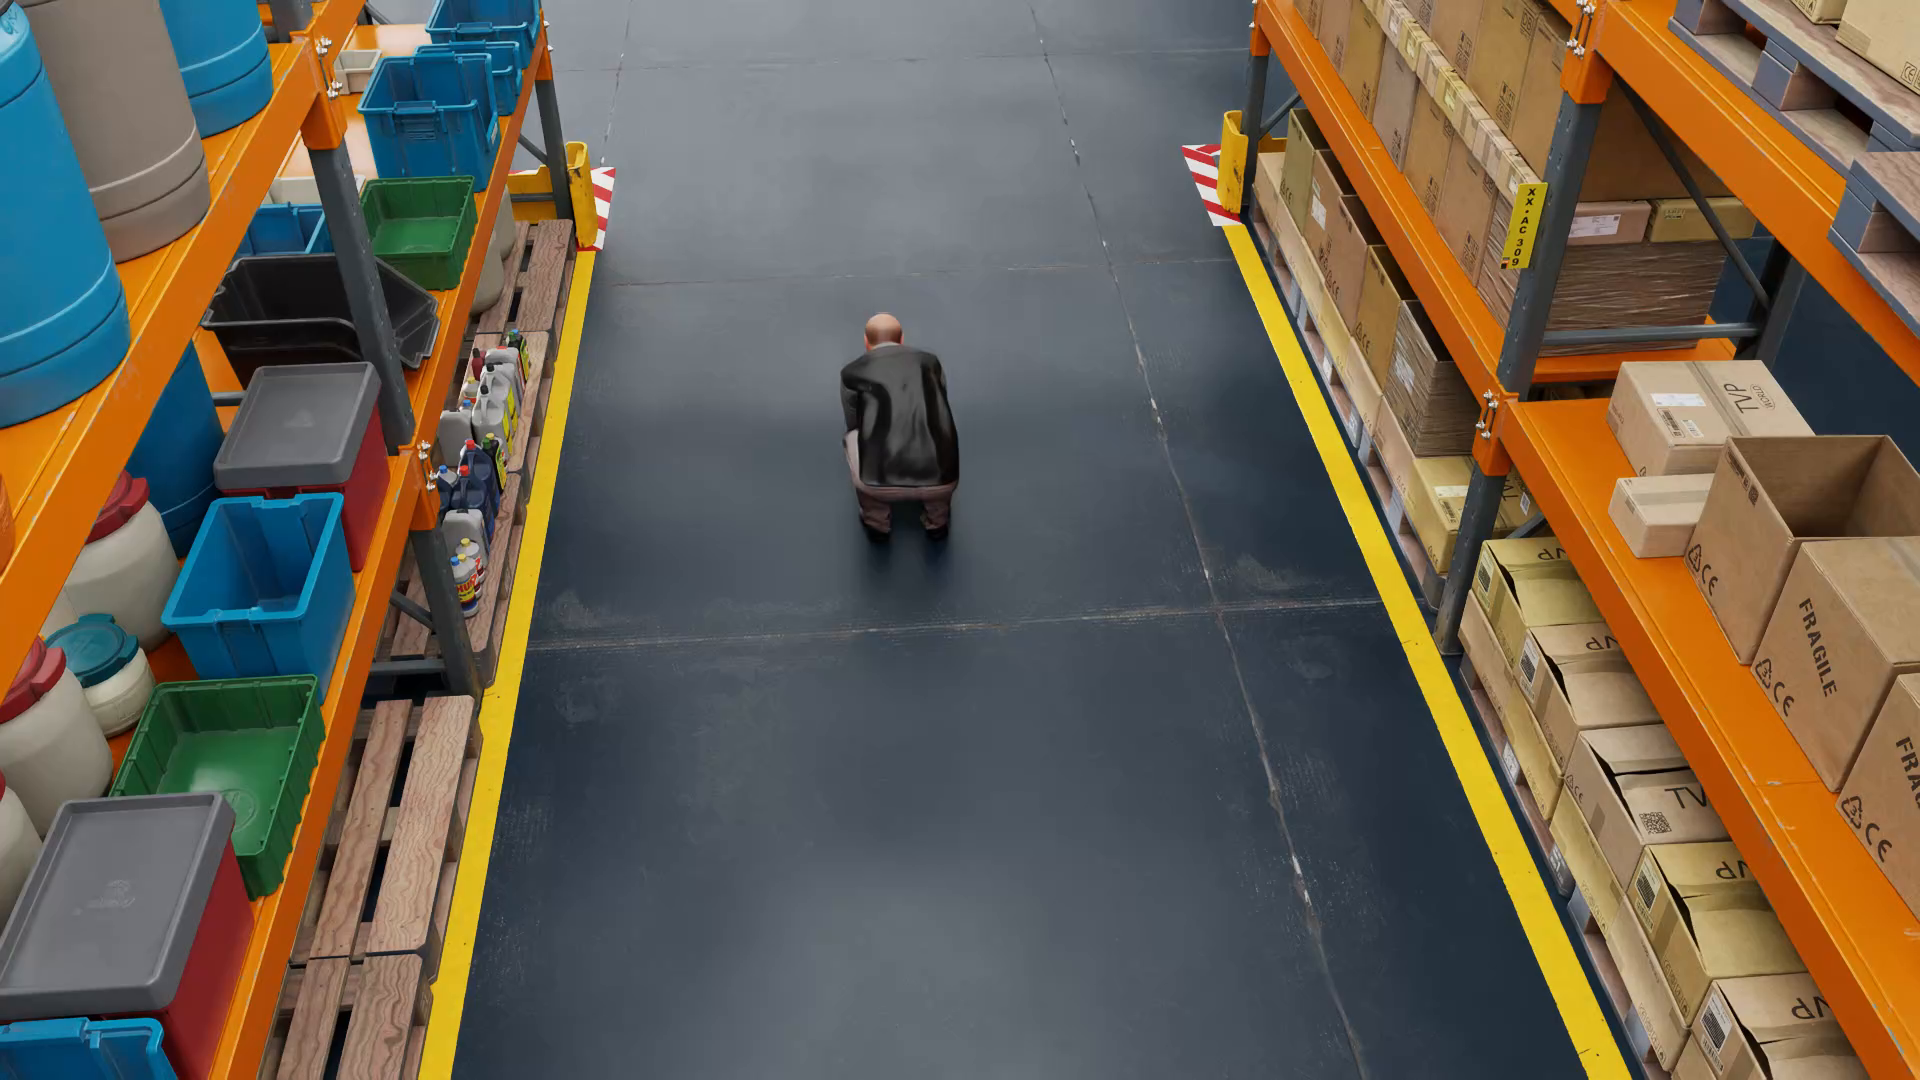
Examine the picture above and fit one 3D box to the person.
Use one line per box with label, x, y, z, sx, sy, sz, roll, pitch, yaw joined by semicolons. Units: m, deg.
person;-0.267;-0.470;7.503;0.529;0.834;0.881;-3;39;-4
